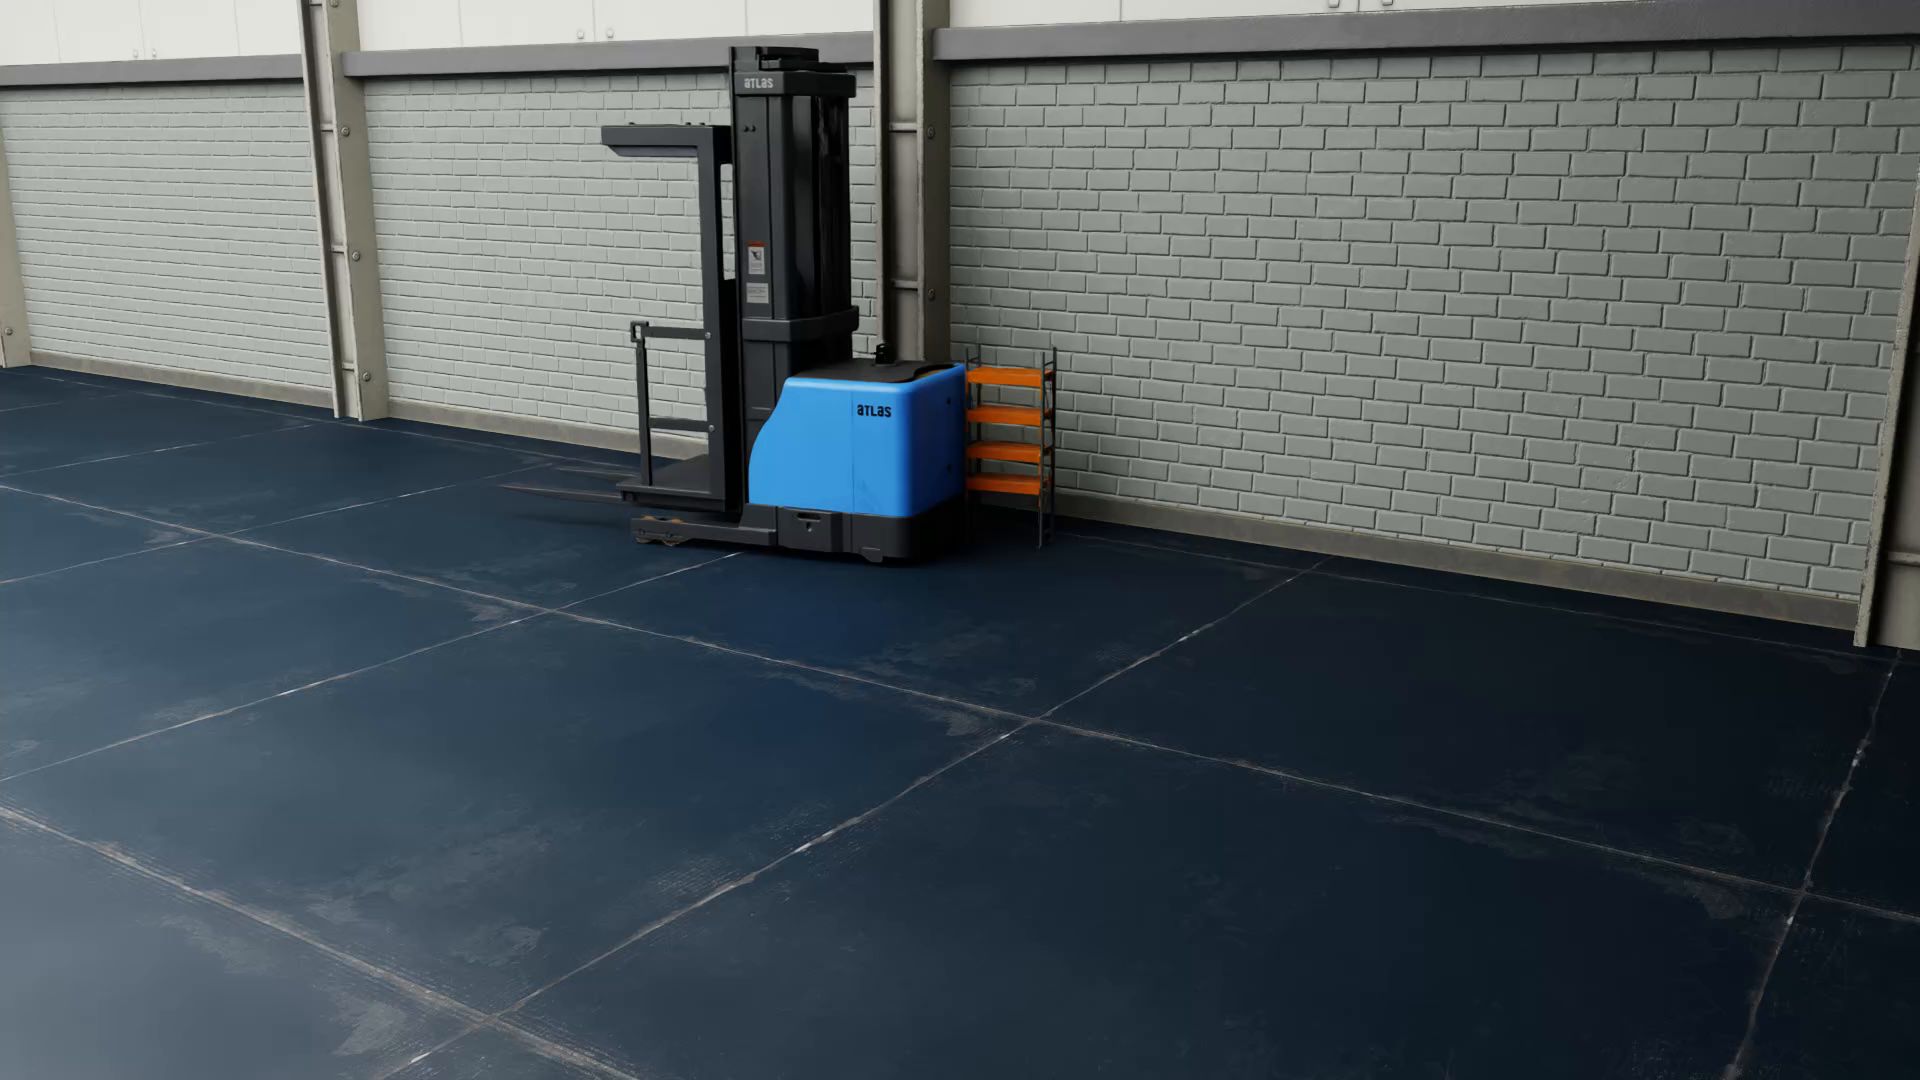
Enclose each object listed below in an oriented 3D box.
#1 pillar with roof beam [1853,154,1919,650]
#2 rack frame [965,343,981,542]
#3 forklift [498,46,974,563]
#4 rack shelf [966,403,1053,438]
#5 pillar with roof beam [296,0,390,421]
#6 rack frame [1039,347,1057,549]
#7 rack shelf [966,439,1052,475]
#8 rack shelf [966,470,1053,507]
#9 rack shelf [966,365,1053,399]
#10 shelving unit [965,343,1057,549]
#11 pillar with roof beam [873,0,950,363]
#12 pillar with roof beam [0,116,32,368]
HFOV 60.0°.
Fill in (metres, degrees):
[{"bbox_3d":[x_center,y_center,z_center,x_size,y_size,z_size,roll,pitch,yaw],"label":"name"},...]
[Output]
[{"bbox_3d":[2.263,-2.993,3.687,0.400,9.000,9.100,9,17,33],"label":"pillar with roof beam"},{"bbox_3d":[0.079,-0.598,10.241,0.015,1.200,0.240,5,15,21],"label":"rack frame"},{"bbox_3d":[-1.482,-1.495,10.261,3.031,2.935,1.130,6,15,21],"label":"forklift"},{"bbox_3d":[0.306,-0.728,10.116,0.480,0.148,0.258,5,15,21],"label":"rack shelf"},{"bbox_3d":[-7.694,-4.602,10.188,0.400,9.000,9.100,9,17,33],"label":"pillar with roof beam"},{"bbox_3d":[0.533,-0.555,10.067,0.015,1.200,0.240,5,15,21],"label":"rack frame"},{"bbox_3d":[0.306,-0.511,10.170,0.480,0.148,0.258,5,15,21],"label":"rack shelf"},{"bbox_3d":[0.306,-0.318,10.218,0.480,0.148,0.258,5,15,21],"label":"rack shelf"},{"bbox_3d":[0.306,-0.958,10.060,0.480,0.148,0.258,5,15,21],"label":"rack shelf"},{"bbox_3d":[0.306,-0.576,10.154,0.503,1.200,0.258,5,15,21],"label":"shelving unit"},{"bbox_3d":[-2.715,-3.798,6.937,0.400,9.000,9.100,9,17,33],"label":"pillar with roof beam"},{"bbox_3d":[-12.672,-5.407,13.438,0.400,9.000,9.100,9,17,33],"label":"pillar with roof beam"}]
